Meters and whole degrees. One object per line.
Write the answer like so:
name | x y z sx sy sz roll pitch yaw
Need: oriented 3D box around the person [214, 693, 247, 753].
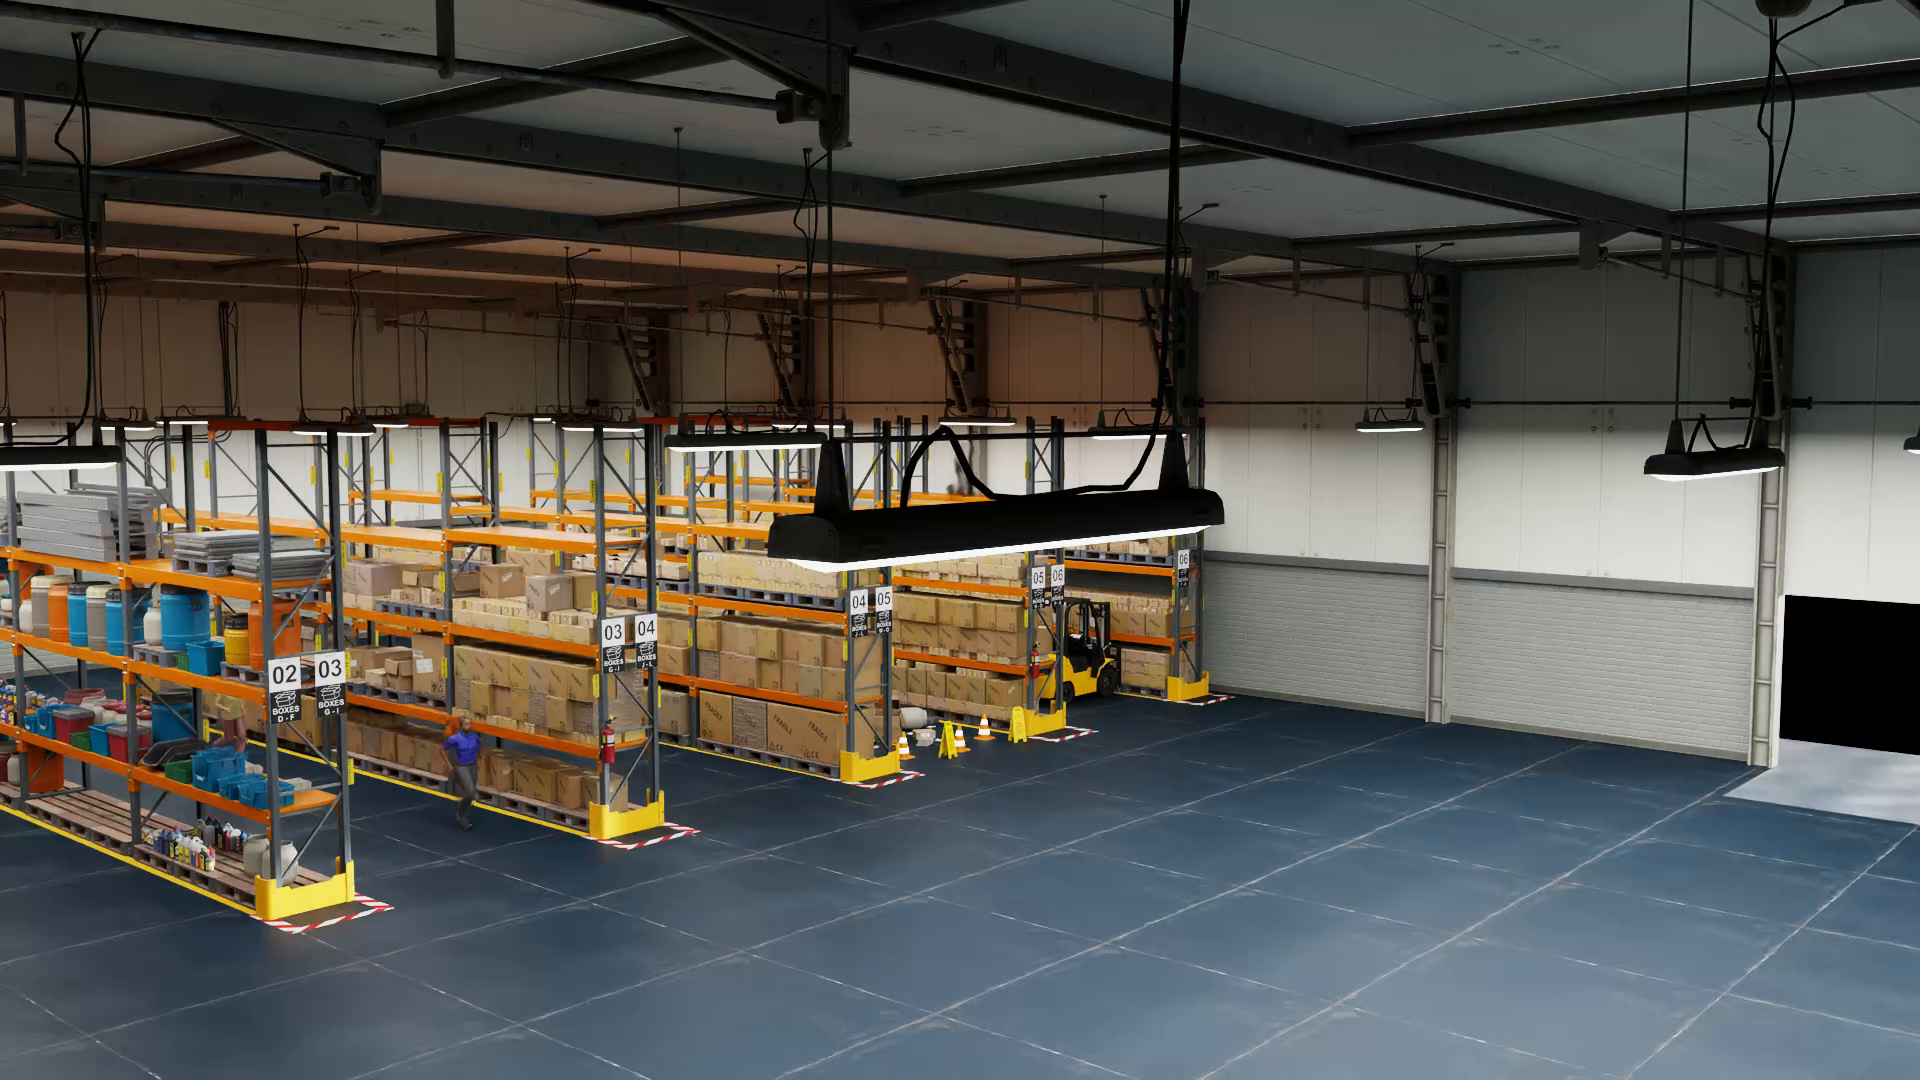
person | -12.735 3.098 29.028 0.875 1.647 0.566 4 6 38

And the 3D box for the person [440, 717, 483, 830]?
person | -7.332 3.505 24.714 0.691 1.573 0.547 3 6 34
